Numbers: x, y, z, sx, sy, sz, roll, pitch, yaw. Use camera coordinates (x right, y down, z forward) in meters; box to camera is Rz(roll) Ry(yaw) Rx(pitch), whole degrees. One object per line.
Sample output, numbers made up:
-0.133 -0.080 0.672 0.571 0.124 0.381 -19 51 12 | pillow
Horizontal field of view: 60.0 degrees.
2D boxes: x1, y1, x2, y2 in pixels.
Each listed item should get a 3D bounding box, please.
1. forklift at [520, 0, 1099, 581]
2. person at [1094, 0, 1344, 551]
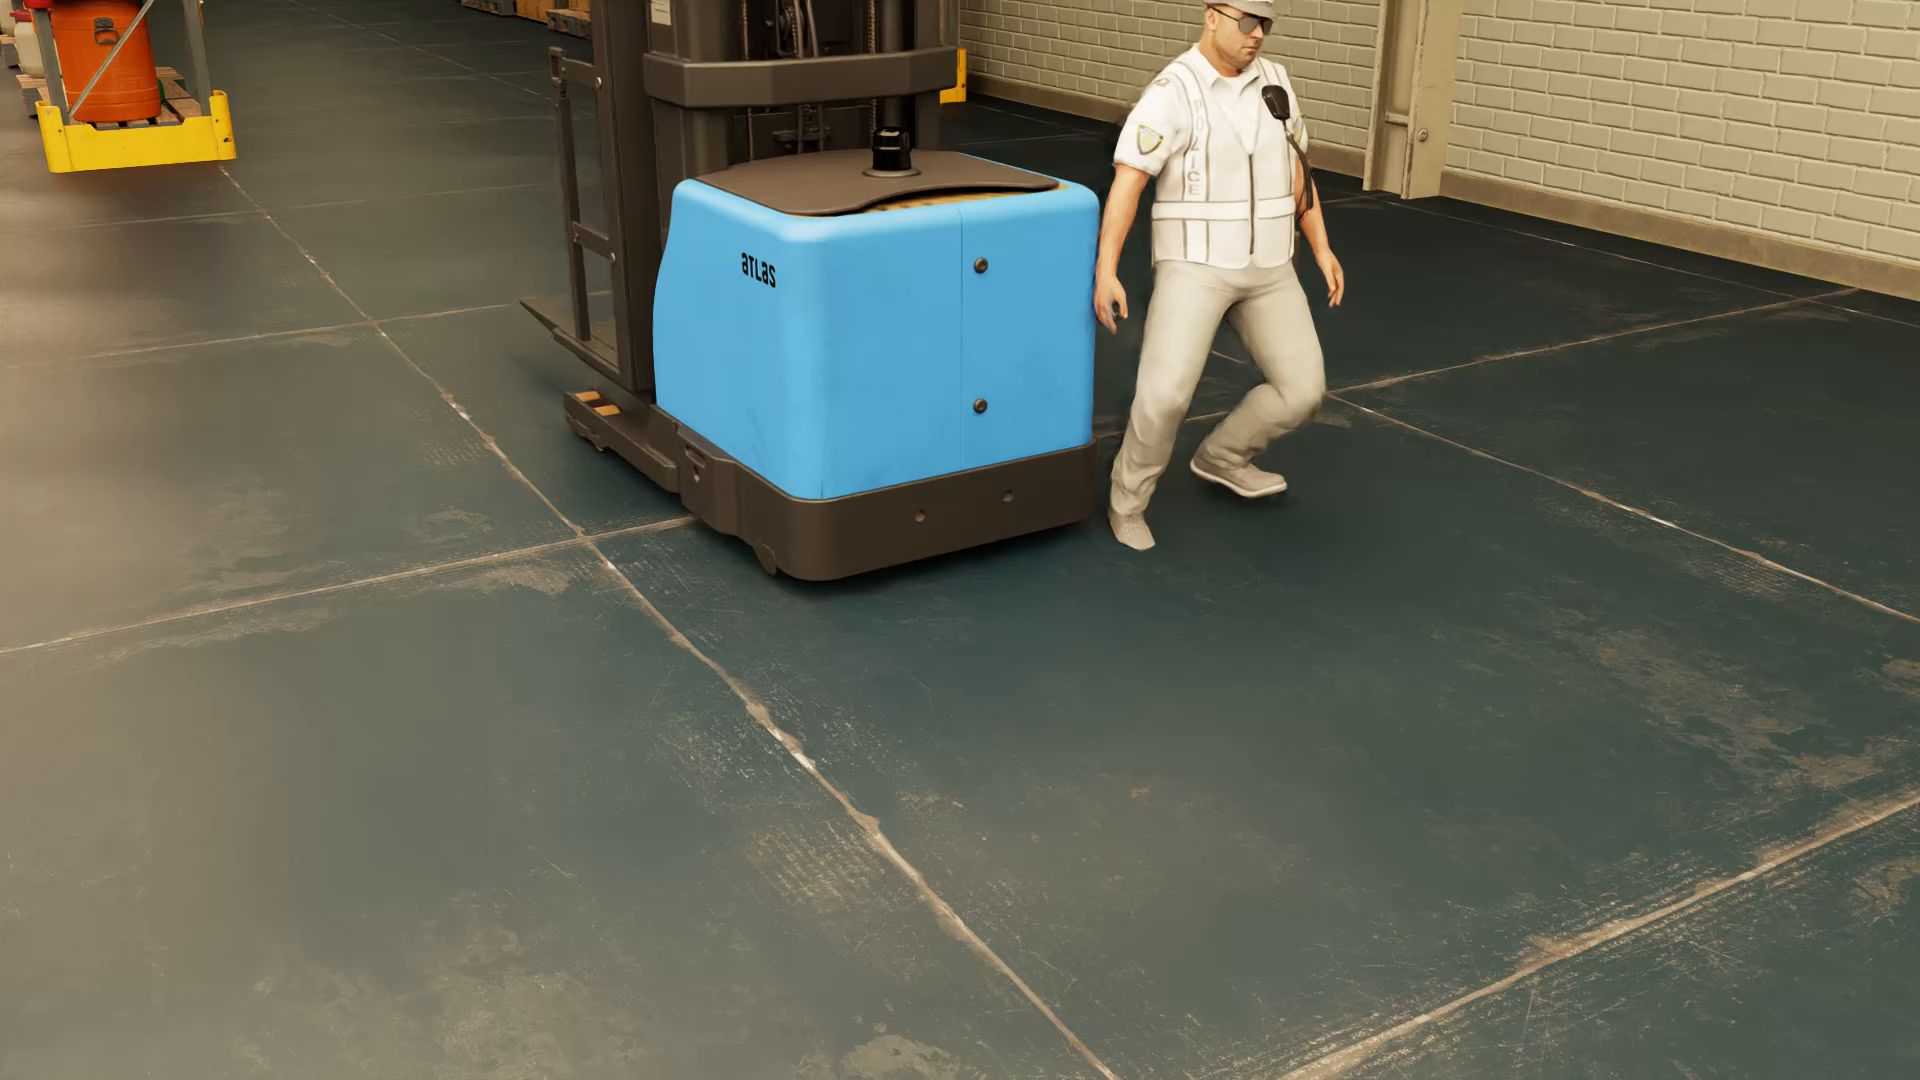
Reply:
-0.783 -1.752 5.543 1.130 2.935 3.031 -13 26 -29 | forklift
0.757 -0.807 4.982 0.823 1.723 0.454 -7 23 -17 | person
